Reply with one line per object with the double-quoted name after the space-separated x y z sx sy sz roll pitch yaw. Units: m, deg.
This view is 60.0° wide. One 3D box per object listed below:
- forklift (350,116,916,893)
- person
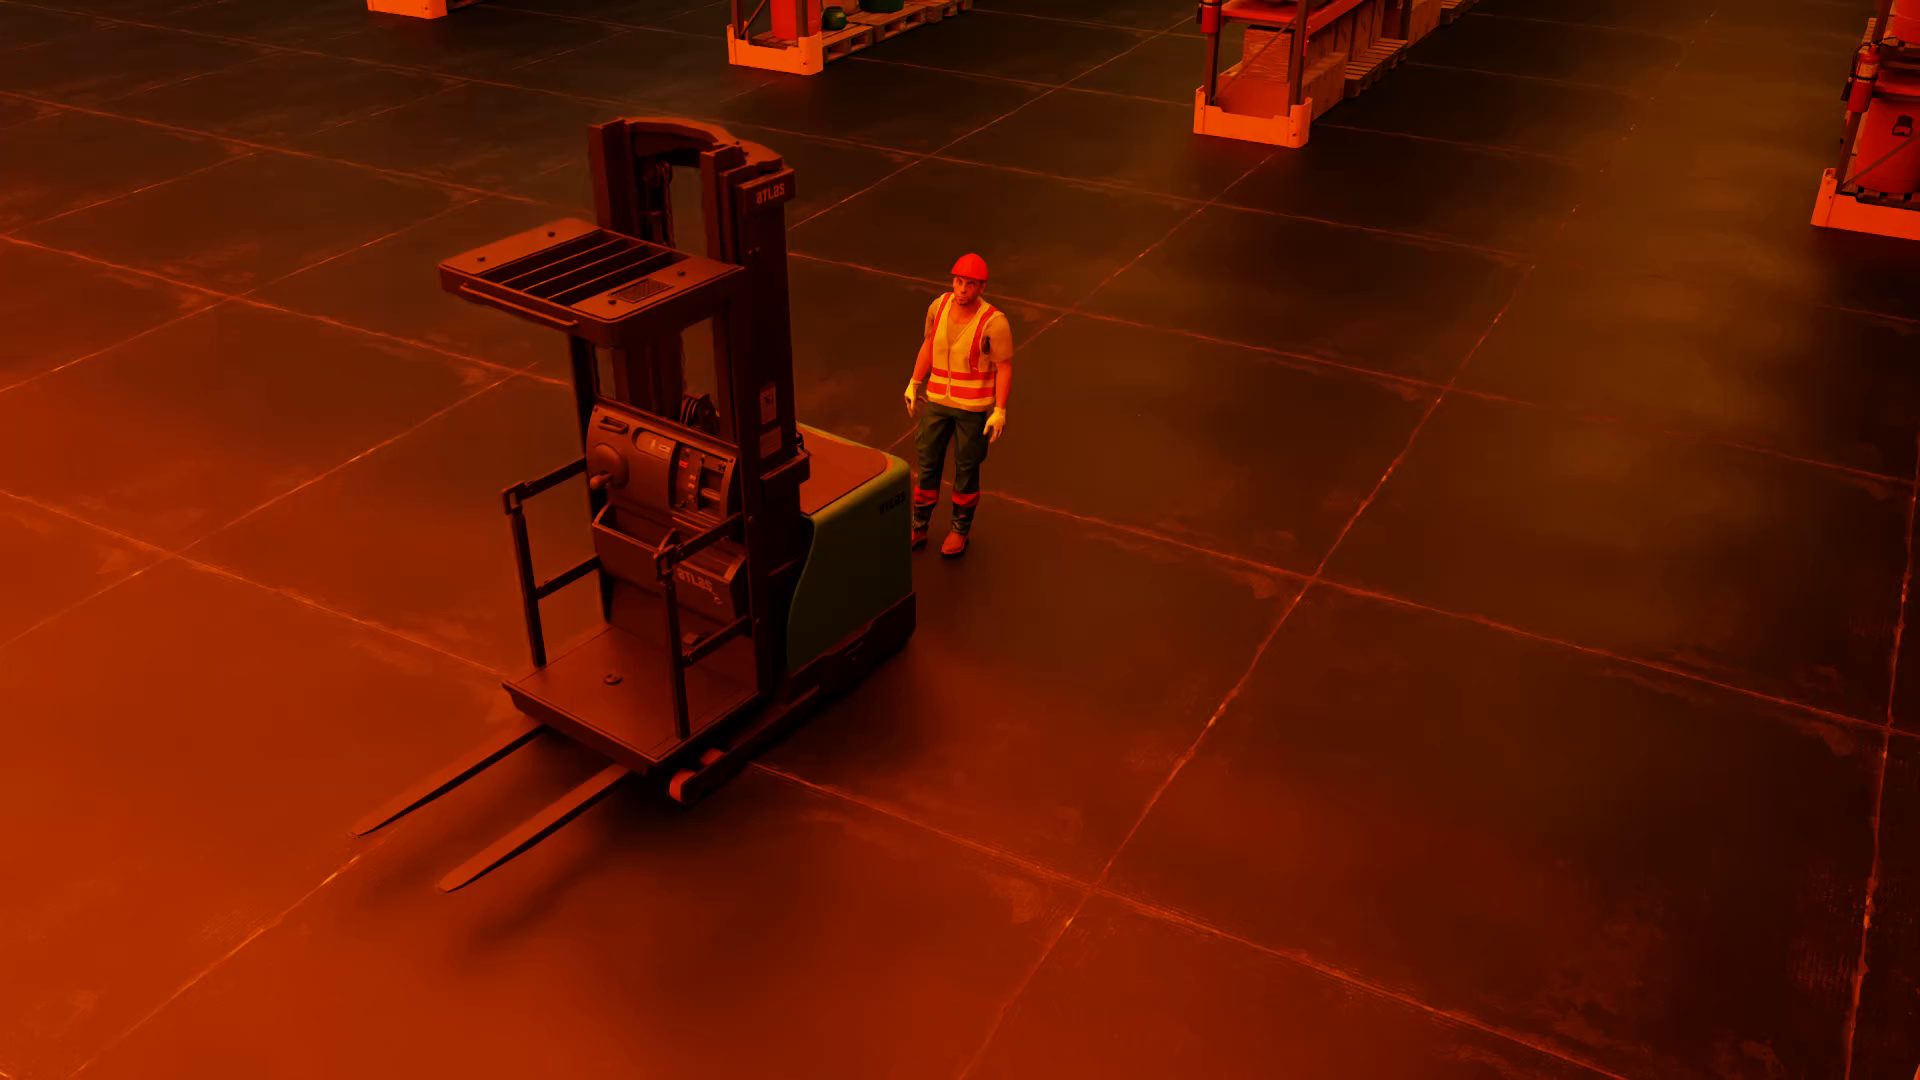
-1.522 -0.302 7.593 1.130 2.935 3.031 20 36 31 "forklift"
-0.050 -0.749 9.496 0.637 1.790 0.562 15 33 25 "person"
